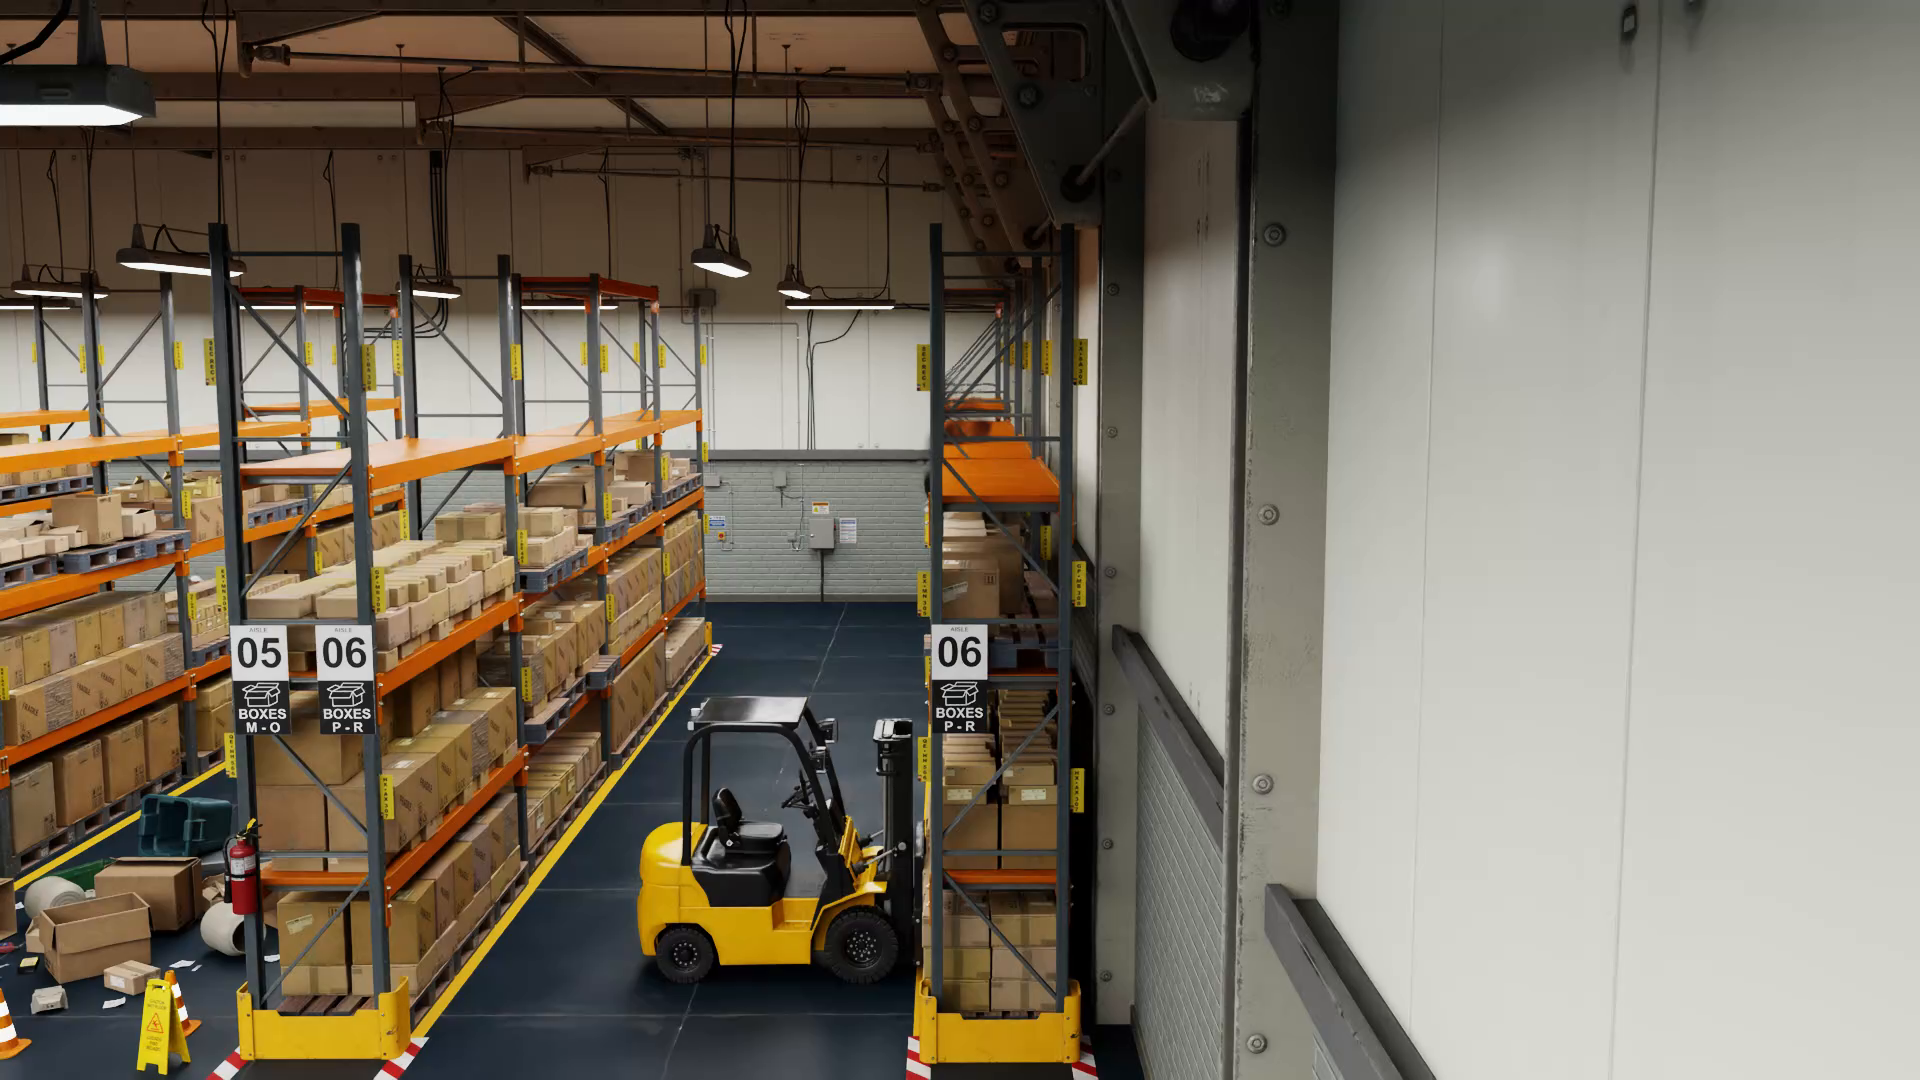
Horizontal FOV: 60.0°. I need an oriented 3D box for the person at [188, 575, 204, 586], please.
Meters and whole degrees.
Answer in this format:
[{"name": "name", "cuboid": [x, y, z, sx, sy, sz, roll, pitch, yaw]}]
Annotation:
[{"name": "person", "cuboid": [-11.393, 1.396, 24.969, 0.650, 1.755, 0.647, 0, 7, 1]}]
